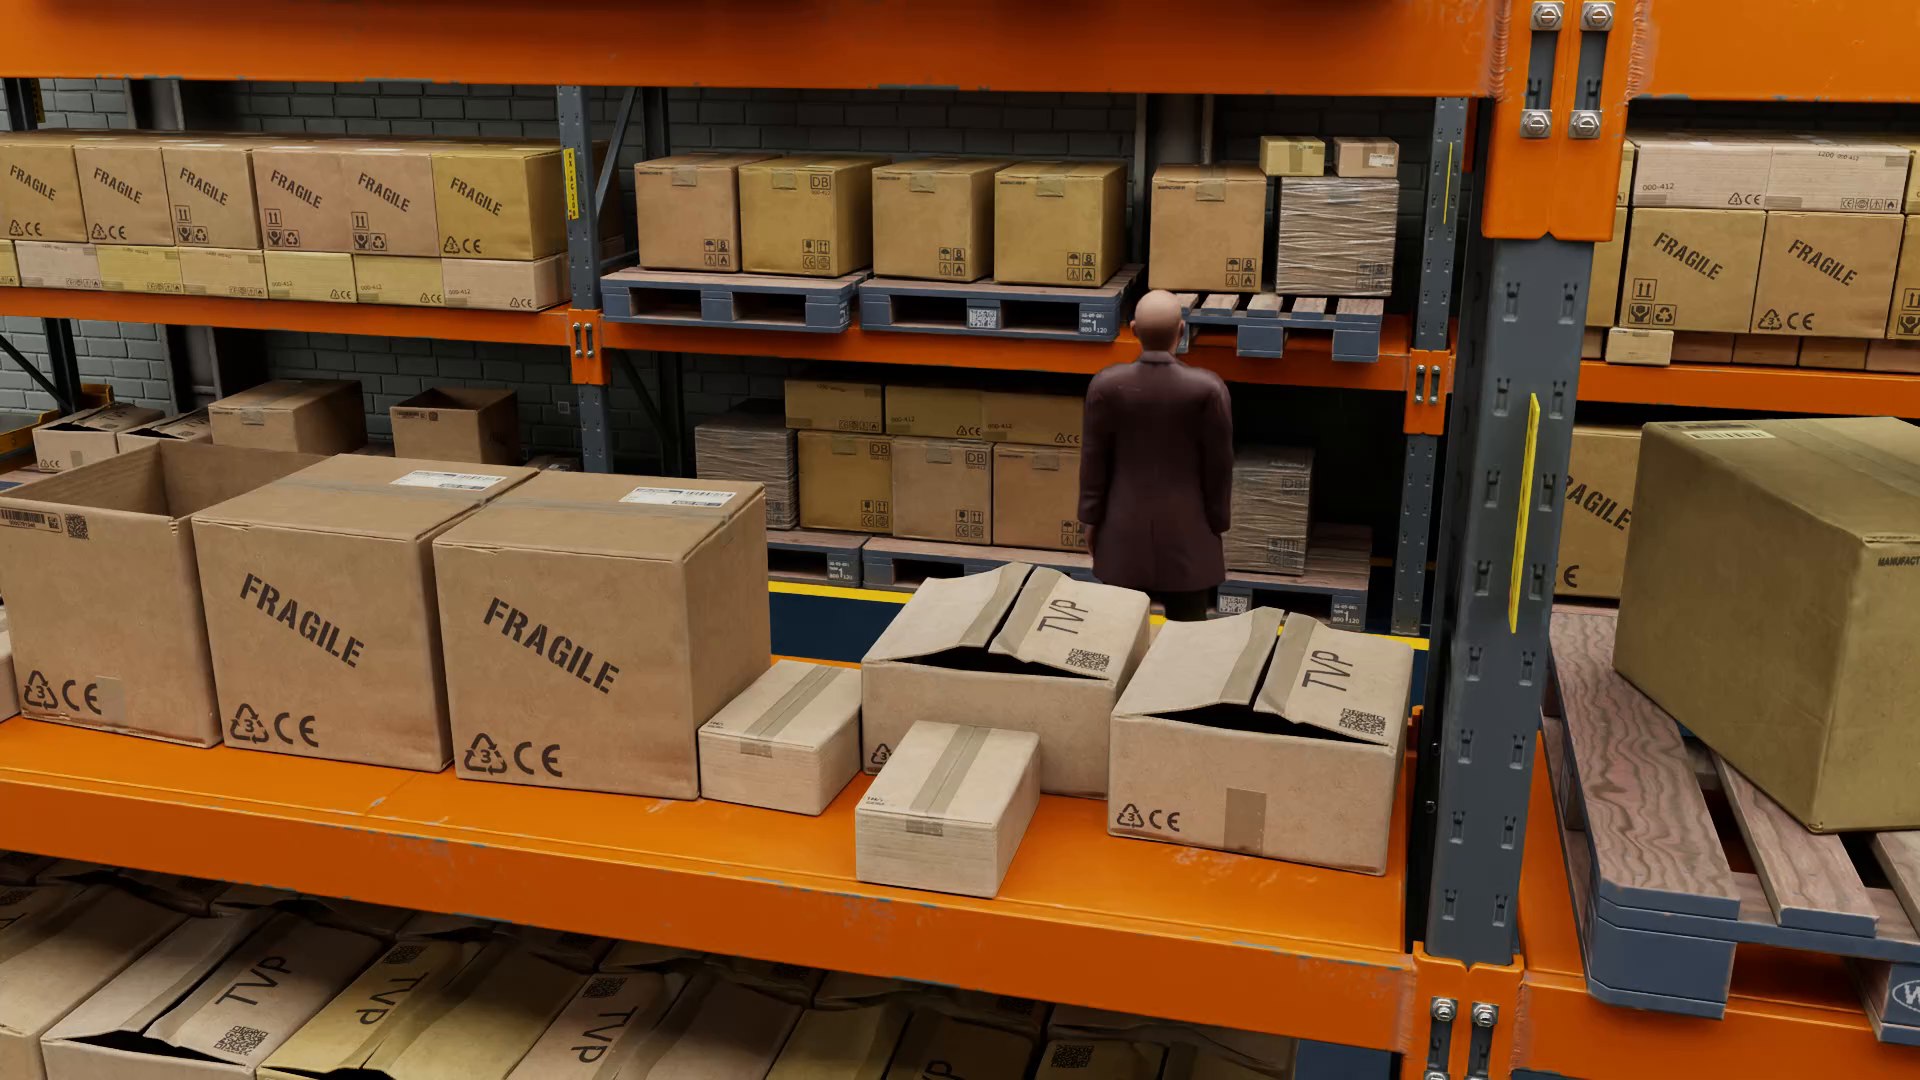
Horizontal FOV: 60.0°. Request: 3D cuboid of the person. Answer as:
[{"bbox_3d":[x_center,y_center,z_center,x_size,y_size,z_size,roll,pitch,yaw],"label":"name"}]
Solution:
[{"bbox_3d":[0.724,-0.041,6.233,0.582,1.806,0.415,5,19,14],"label":"person"}]
